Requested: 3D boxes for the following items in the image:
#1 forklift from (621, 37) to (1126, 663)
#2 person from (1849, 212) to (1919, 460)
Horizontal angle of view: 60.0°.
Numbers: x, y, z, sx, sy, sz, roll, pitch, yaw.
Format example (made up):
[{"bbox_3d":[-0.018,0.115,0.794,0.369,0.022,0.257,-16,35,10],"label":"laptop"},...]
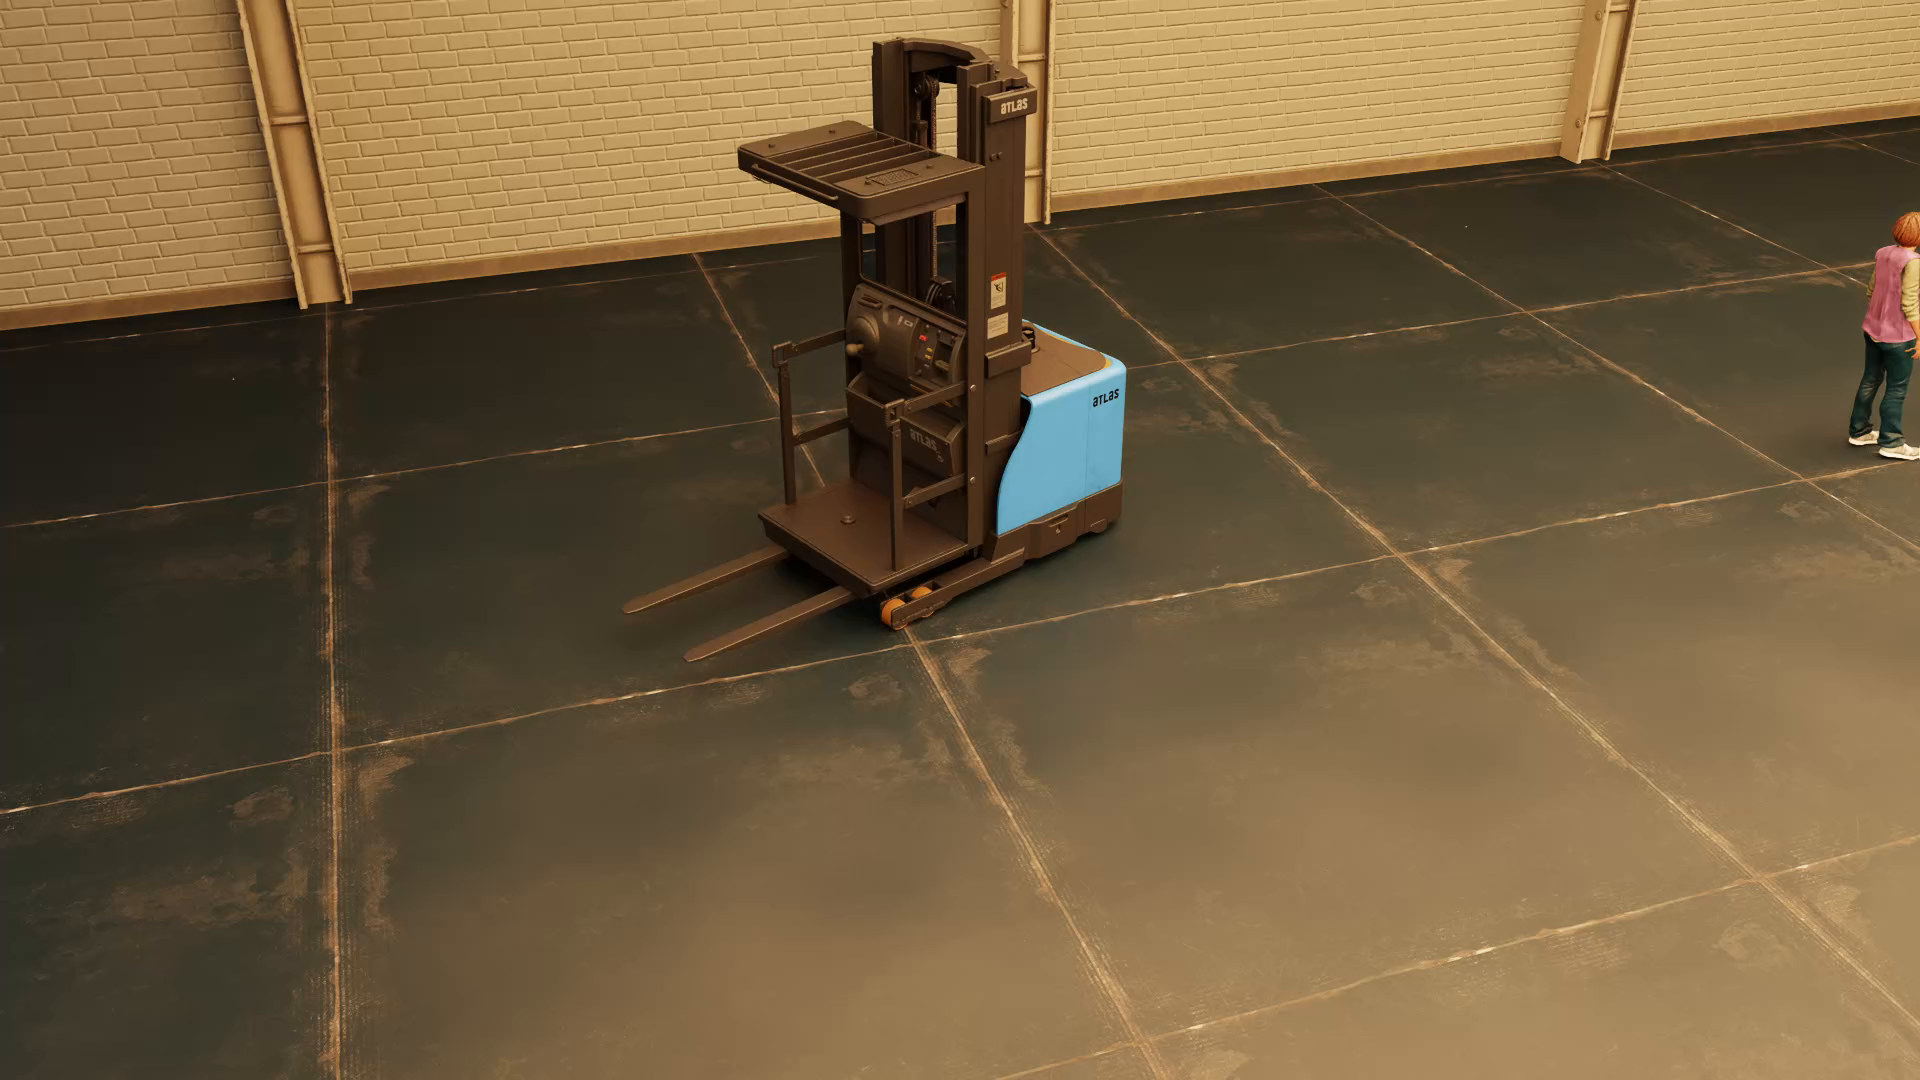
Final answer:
[{"bbox_3d":[-0.461,-1.072,8.951,3.031,2.935,1.130,-23,37,-34],"label":"forklift"},{"bbox_3d":[6.074,-1.332,10.724,0.475,1.597,0.520,-3,30,-6],"label":"person"}]
